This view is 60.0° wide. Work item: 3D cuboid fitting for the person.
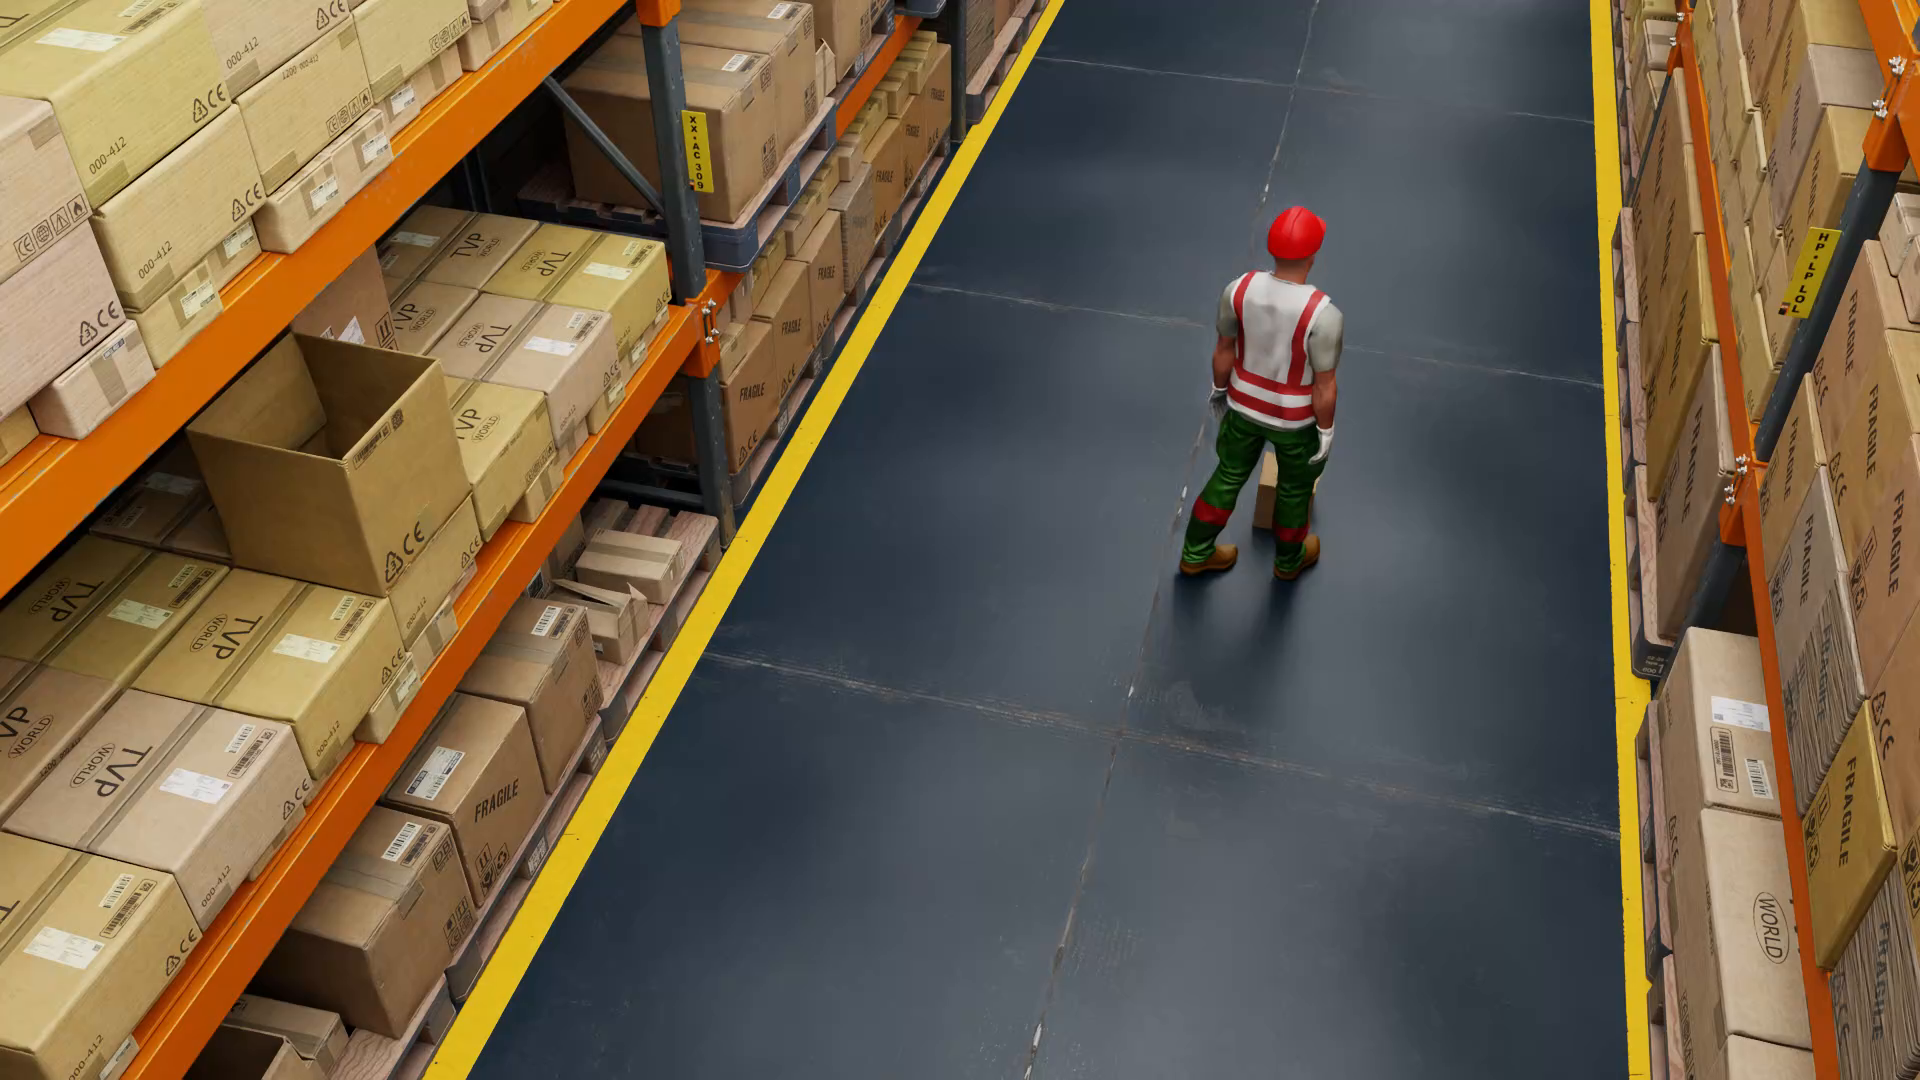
[{"bbox_3d":[1.309,-0.566,6.790,0.566,1.793,0.555,27,47,28],"label":"person"}]
